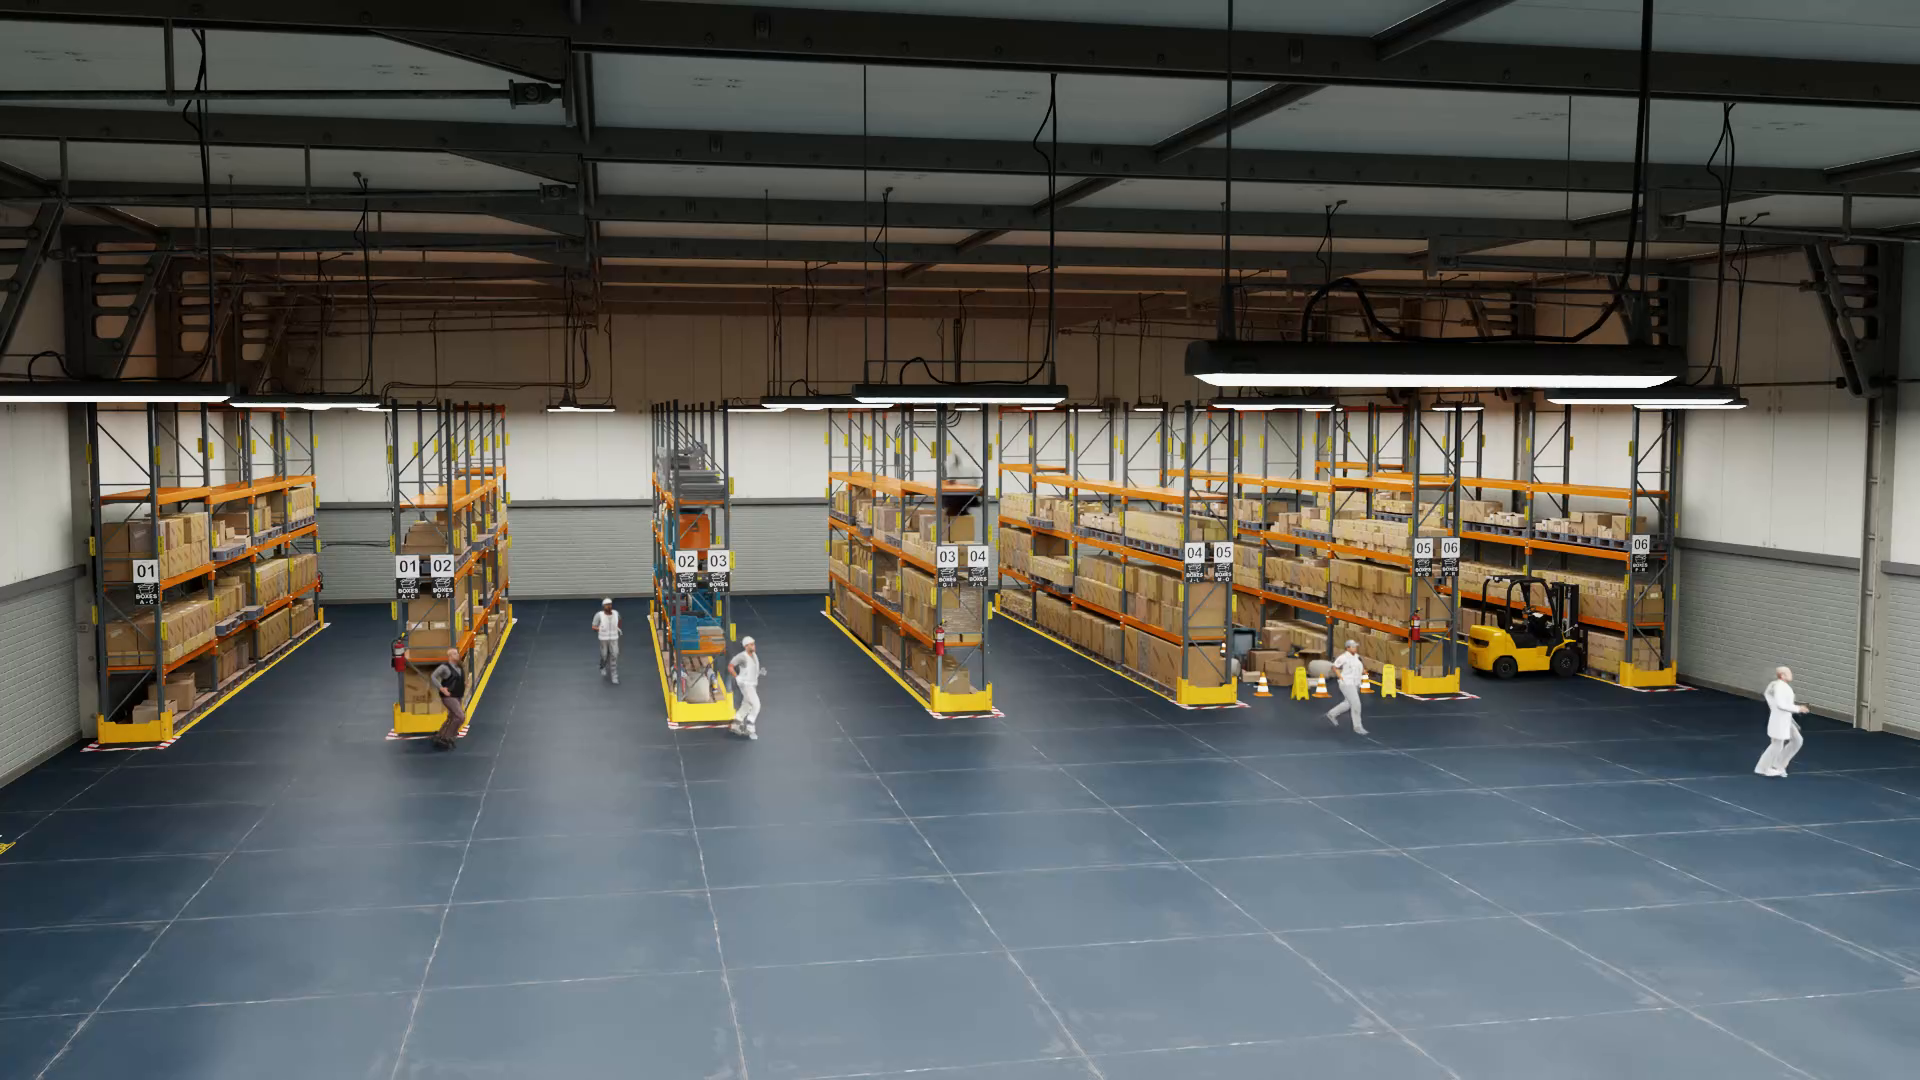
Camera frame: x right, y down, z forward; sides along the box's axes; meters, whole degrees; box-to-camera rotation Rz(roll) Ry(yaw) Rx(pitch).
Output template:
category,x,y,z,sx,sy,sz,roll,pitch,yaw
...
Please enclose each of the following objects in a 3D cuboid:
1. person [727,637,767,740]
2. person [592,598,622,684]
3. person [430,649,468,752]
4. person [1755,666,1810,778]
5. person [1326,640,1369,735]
category,x,y,z,sx,sy,sz,roll,pitch,yaw
person,-3.752,2.623,29.428,0.708,1.830,0.643,2,5,20
person,-7.514,2.135,35.524,0.684,1.782,0.984,-2,5,-25
person,-8.688,2.729,28.468,0.642,1.741,0.681,1,4,17
person,12.935,2.881,26.134,0.763,1.800,0.703,3,5,33
person,7.040,2.638,30.076,0.839,1.675,0.593,4,6,40
